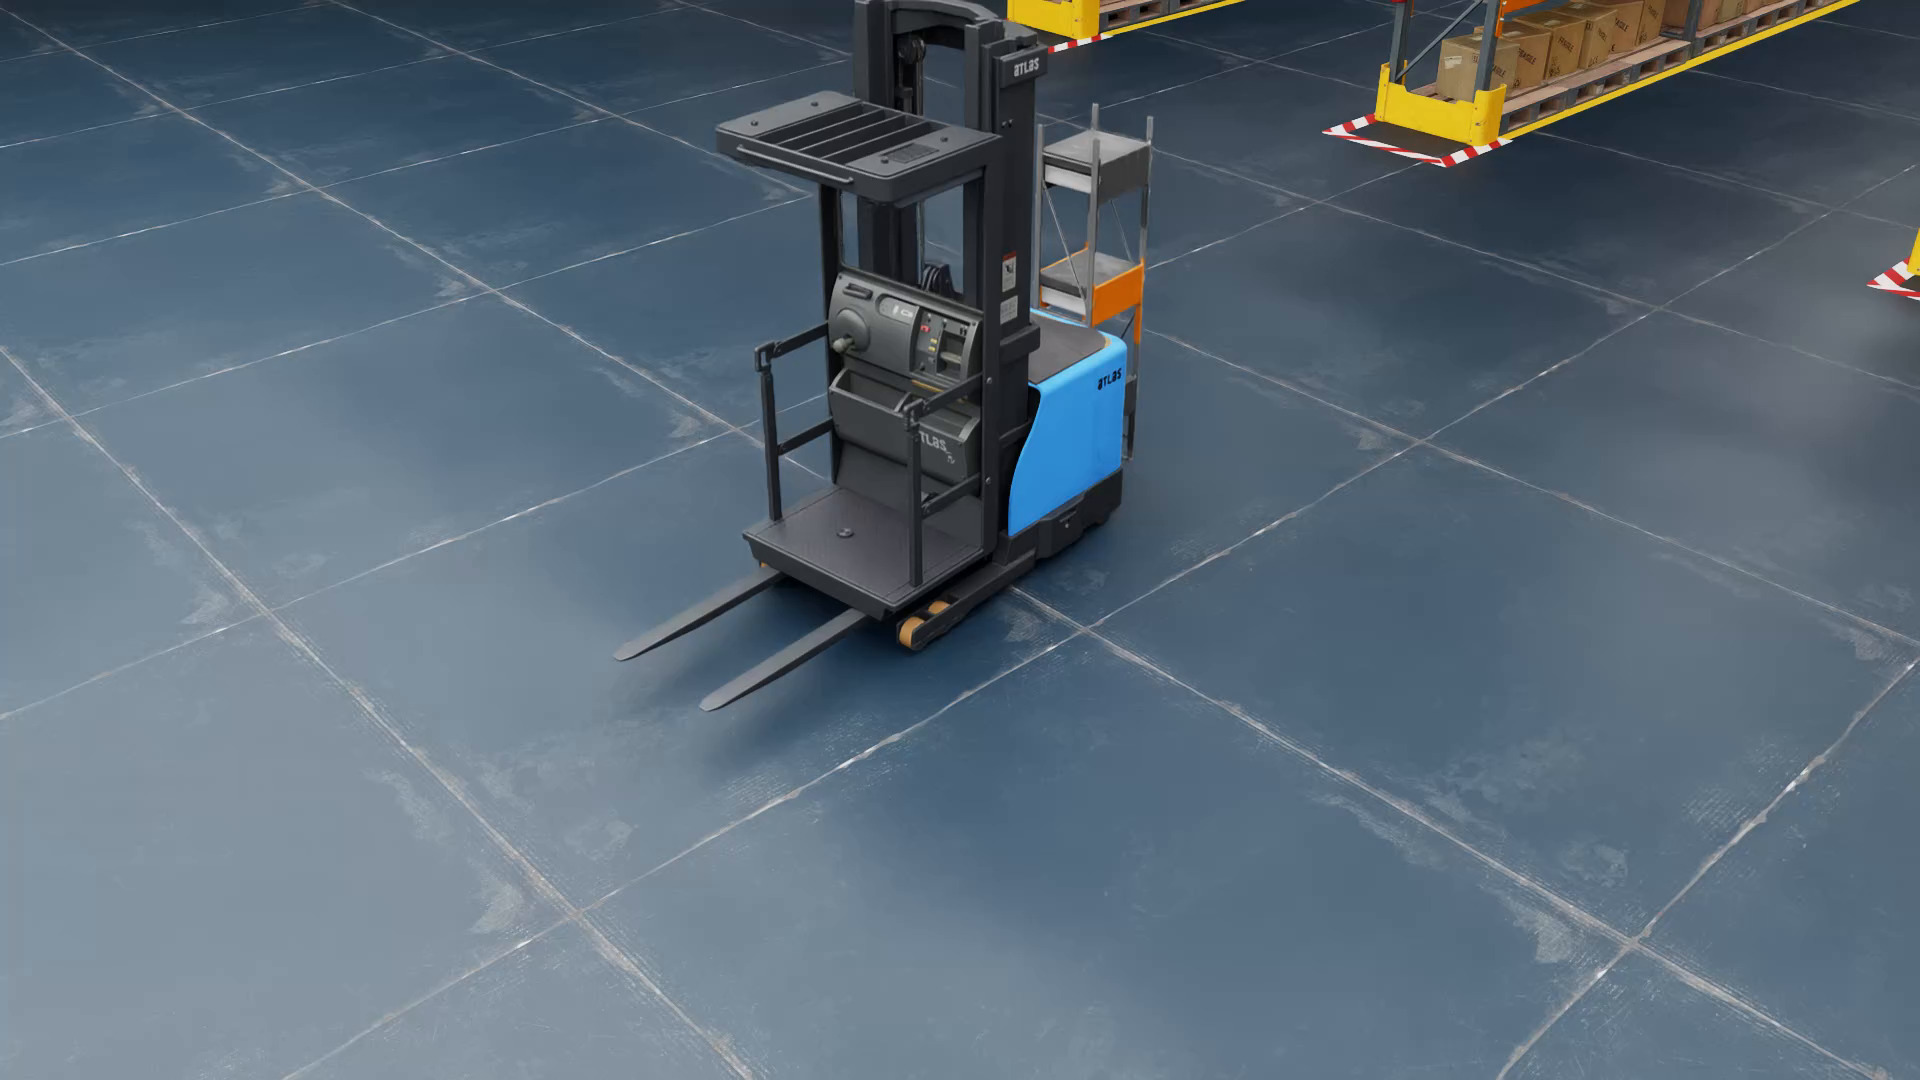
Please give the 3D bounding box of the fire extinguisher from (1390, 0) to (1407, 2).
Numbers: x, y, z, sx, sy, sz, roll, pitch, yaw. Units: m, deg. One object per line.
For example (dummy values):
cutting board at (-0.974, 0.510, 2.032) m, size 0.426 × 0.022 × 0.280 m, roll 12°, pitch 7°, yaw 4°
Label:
fire extinguisher at (3.981, -5.195, 14.945) m, size 0.183 × 0.674 × 0.296 m, roll -26°, pitch 40°, yaw -35°

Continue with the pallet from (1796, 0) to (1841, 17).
pallet at (9.671, -6.464, 19.619) m, size 1.213 × 0.211 × 1.003 m, roll -26°, pitch 40°, yaw -35°

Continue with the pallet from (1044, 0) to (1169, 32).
pallet at (1.634, -6.129, 19.070) m, size 1.213 × 0.211 × 1.003 m, roll -26°, pitch 40°, yaw -35°

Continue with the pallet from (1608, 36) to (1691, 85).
pallet at (6.843, -5.070, 17.339) m, size 1.213 × 0.211 × 1.003 m, roll -26°, pitch 40°, yaw -35°

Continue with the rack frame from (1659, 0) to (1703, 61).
rack frame at (7.312, -6.511, 17.023) m, size 0.127 × 3.000 × 1.000 m, roll -26°, pitch 40°, yaw -35°

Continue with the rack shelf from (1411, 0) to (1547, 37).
rack shelf at (5.845, -5.495, 16.051) m, size 4.000 × 0.370 × 1.077 m, roll -26°, pitch 40°, yaw -35°

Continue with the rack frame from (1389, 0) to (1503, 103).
rack frame at (4.379, -5.093, 14.703) m, size 0.127 × 3.000 × 1.000 m, roll -26°, pitch 40°, yaw -35°

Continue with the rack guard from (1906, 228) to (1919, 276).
rack guard at (7.659, -2.084, 12.180) m, size 0.348 × 0.500 × 1.175 m, roll -26°, pitch 40°, yaw -35°

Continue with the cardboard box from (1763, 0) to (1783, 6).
cardboard box at (8.958, -6.401, 18.817) m, size 0.500 × 0.500 × 0.700 m, roll -22°, pitch 38°, yaw -32°

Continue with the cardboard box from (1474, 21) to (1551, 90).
cardboard box at (5.263, -4.646, 15.966) m, size 0.500 × 0.500 × 0.500 m, roll -15°, pitch 35°, yaw -23°

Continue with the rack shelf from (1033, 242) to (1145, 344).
rack shelf at (0.728, -1.333, 9.443) m, size 0.431 × 0.518 × 0.480 m, roll 24°, pitch 39°, yaw 34°

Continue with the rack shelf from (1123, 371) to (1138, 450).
rack shelf at (0.728, -0.736, 9.808) m, size 0.431 × 0.518 × 0.480 m, roll 24°, pitch 39°, yaw 34°

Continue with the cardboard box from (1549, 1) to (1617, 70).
cardboard box at (6.175, -5.041, 16.613) m, size 0.500 × 0.500 × 0.500 m, roll 25°, pitch 39°, yaw 35°

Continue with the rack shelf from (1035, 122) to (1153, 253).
rack shelf at (0.728, -1.930, 9.078) m, size 0.431 × 0.518 × 0.480 m, roll 24°, pitch 39°, yaw 34°

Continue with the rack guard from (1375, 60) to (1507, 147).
rack guard at (4.434, -4.053, 15.399) m, size 0.348 × 0.500 × 1.175 m, roll -26°, pitch 40°, yaw -35°

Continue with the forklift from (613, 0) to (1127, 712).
forklift at (-0.420, -0.994, 8.065) m, size 1.130 × 2.935 × 3.031 m, roll 24°, pitch 39°, yaw 34°

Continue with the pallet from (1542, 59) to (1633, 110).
pallet at (5.948, -4.635, 16.628) m, size 1.213 × 0.211 × 1.003 m, roll -26°, pitch 40°, yaw -35°

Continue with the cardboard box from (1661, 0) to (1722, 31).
cardboard box at (7.777, -5.842, 17.903) m, size 0.700 × 0.500 × 0.500 m, roll 26°, pitch 40°, yaw 35°

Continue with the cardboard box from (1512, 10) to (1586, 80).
cardboard box at (5.735, -4.860, 16.317) m, size 0.500 × 0.500 × 0.500 m, roll -22°, pitch 38°, yaw -31°

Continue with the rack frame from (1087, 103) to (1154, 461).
rack frame at (0.886, -1.441, 9.594) m, size 0.400 × 2.100 × 0.015 m, roll 24°, pitch 39°, yaw 34°

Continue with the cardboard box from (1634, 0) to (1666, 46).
cardboard box at (6.991, -5.498, 17.359) m, size 0.500 × 0.500 × 0.500 m, roll -27°, pitch 41°, yaw -37°

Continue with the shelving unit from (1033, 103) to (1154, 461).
shelving unit at (0.728, -1.344, 9.436) m, size 0.431 × 2.100 × 0.503 m, roll 24°, pitch 39°, yaw 34°

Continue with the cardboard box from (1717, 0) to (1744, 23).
cardboard box at (8.139, -6.004, 18.168) m, size 0.500 × 0.500 × 0.700 m, roll -26°, pitch 40°, yaw -36°

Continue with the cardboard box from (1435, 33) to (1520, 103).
cardboard box at (4.848, -4.420, 15.597) m, size 0.500 × 0.500 × 0.500 m, roll -18°, pitch 36°, yaw -27°

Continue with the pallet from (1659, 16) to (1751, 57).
pallet at (7.882, -5.599, 18.203) m, size 1.213 × 0.211 × 1.003 m, roll -26°, pitch 40°, yaw -35°

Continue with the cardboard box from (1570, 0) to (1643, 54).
cardboard box at (6.576, -5.292, 17.022) m, size 0.500 × 0.500 × 0.500 m, roll -13°, pitch 34°, yaw -21°

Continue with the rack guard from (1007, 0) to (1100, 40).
rack guard at (1.035, -5.966, 18.527) m, size 0.348 × 0.500 × 1.175 m, roll -26°, pitch 40°, yaw -35°

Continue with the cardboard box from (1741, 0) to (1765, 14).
cardboard box at (8.549, -6.203, 18.493) m, size 0.700 × 0.500 × 0.500 m, roll 25°, pitch 40°, yaw 35°

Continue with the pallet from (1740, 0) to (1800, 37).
pallet at (8.777, -6.033, 18.915) m, size 1.213 × 0.211 × 1.003 m, roll -26°, pitch 40°, yaw -35°

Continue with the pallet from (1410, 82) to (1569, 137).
pallet at (5.054, -4.205, 15.924) m, size 1.213 × 0.211 × 1.003 m, roll -26°, pitch 40°, yaw -35°

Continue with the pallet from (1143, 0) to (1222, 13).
pallet at (2.528, -6.559, 19.775) m, size 1.213 × 0.211 × 1.003 m, roll -26°, pitch 40°, yaw -35°

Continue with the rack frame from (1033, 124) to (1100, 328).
rack frame at (0.570, -1.247, 9.277) m, size 0.400 × 2.100 × 0.015 m, roll 24°, pitch 39°, yaw 34°
